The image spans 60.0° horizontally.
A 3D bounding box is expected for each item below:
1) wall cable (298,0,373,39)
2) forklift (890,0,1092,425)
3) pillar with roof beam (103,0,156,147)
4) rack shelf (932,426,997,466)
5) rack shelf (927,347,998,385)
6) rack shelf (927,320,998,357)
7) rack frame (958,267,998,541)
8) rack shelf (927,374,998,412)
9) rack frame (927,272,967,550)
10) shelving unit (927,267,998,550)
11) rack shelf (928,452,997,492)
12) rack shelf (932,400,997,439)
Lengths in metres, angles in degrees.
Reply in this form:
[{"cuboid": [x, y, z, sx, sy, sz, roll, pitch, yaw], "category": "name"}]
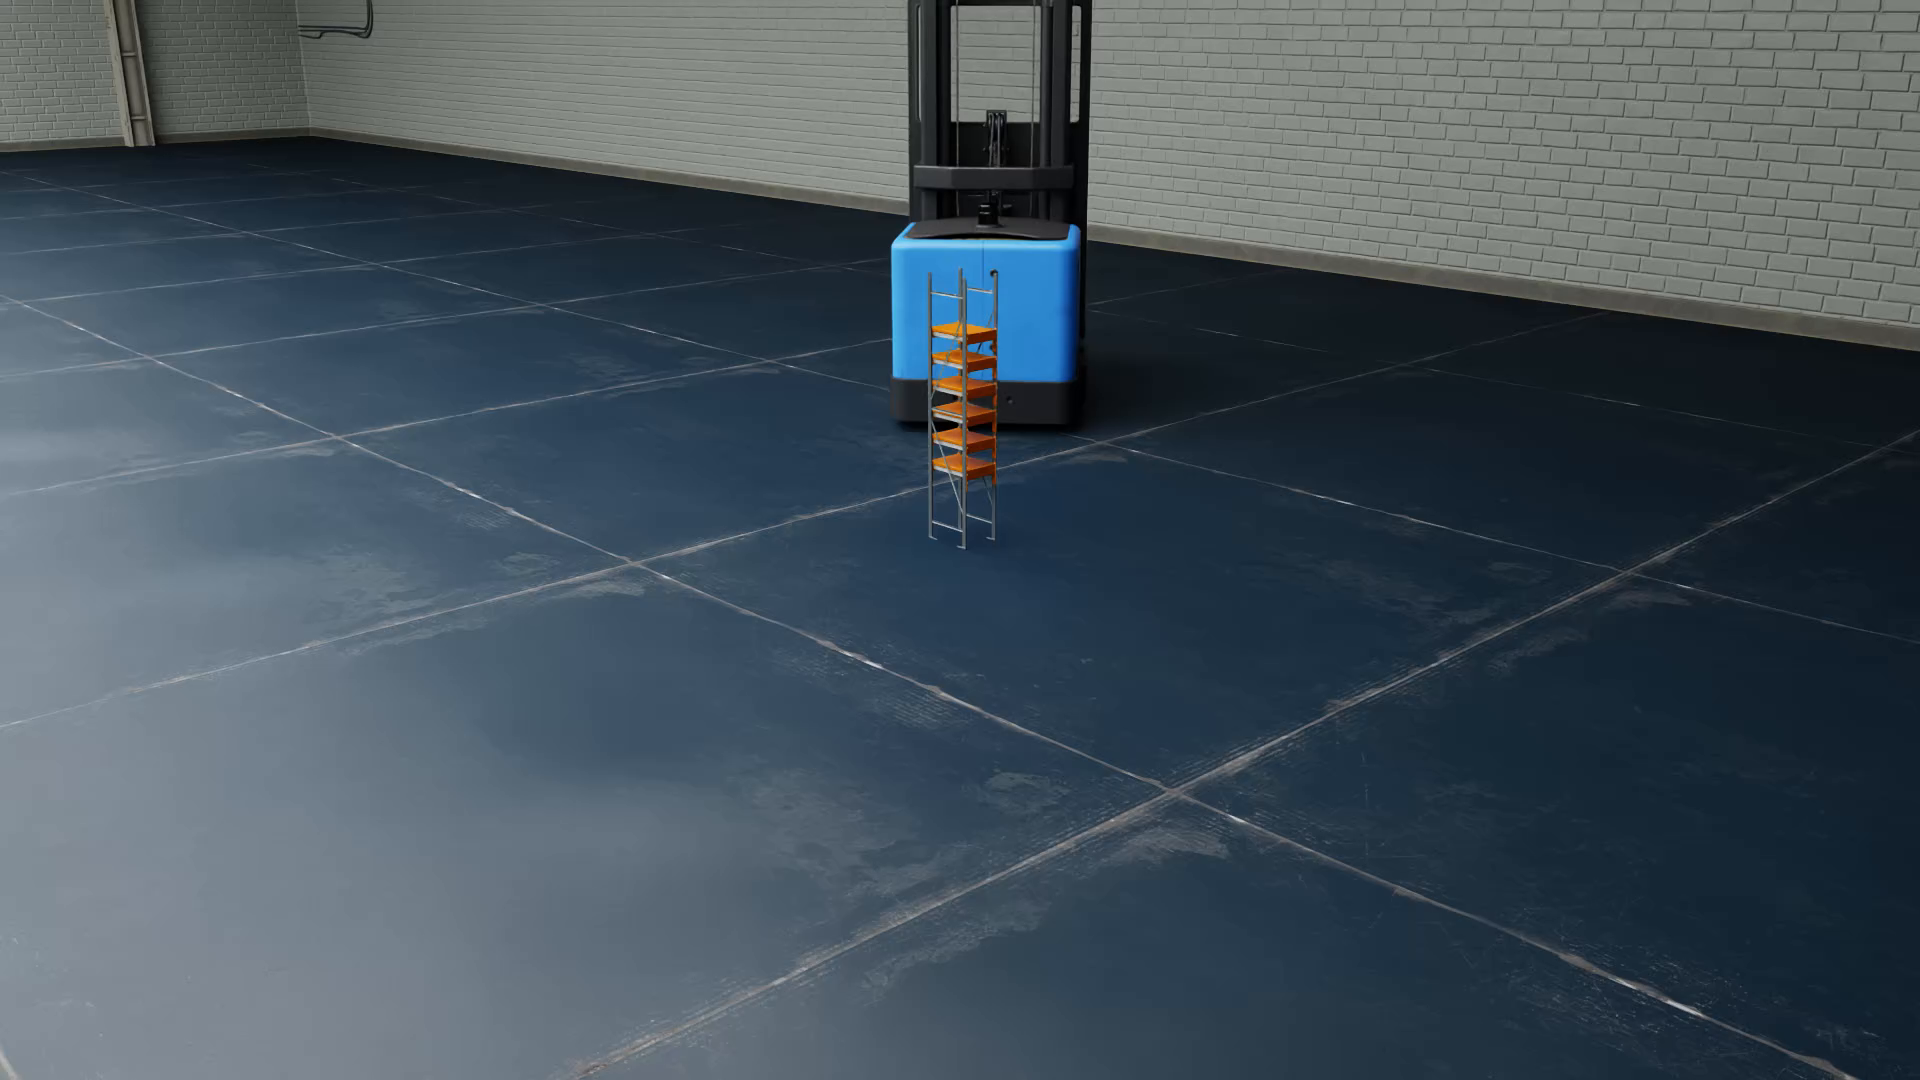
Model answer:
[{"cuboid": [-10.709, -9.752, 28.008, 0.112, 2.526, 3.097, -16, 24, -41], "category": "wall cable"}, {"cuboid": [0.256, -2.442, 10.263, 1.130, 2.935, 3.031, 2, 18, 5], "category": "forklift"}, {"cuboid": [-10.800, -9.937, 23.542, 0.400, 9.000, 9.100, -16, 24, -41], "category": "pillar with roof beam"}, {"cuboid": [0.011, -0.417, 7.360, 0.180, 0.103, 0.258, -16, 24, -41], "category": "rack shelf"}, {"cuboid": [0.011, -0.760, 7.249, 0.180, 0.103, 0.258, -16, 24, -41], "category": "rack shelf"}, {"cuboid": [0.011, -0.874, 7.212, 0.180, 0.103, 0.258, -16, 24, -41], "category": "rack shelf"}, {"cuboid": [0.077, -0.593, 7.369, 0.006, 1.200, 0.240, -16, 24, -41], "category": "rack frame"}, {"cuboid": [0.011, -0.646, 7.286, 0.180, 0.103, 0.258, -16, 24, -41], "category": "rack shelf"}, {"cuboid": [-0.056, -0.554, 7.249, 0.006, 1.200, 0.240, -16, 24, -41], "category": "rack frame"}, {"cuboid": [0.011, -0.574, 7.309, 0.189, 1.200, 0.258, -16, 24, -41], "category": "shelving unit"}, {"cuboid": [0.011, -0.303, 7.397, 0.180, 0.103, 0.258, -16, 24, -41], "category": "rack shelf"}, {"cuboid": [0.011, -0.532, 7.323, 0.180, 0.103, 0.258, -16, 24, -41], "category": "rack shelf"}]
